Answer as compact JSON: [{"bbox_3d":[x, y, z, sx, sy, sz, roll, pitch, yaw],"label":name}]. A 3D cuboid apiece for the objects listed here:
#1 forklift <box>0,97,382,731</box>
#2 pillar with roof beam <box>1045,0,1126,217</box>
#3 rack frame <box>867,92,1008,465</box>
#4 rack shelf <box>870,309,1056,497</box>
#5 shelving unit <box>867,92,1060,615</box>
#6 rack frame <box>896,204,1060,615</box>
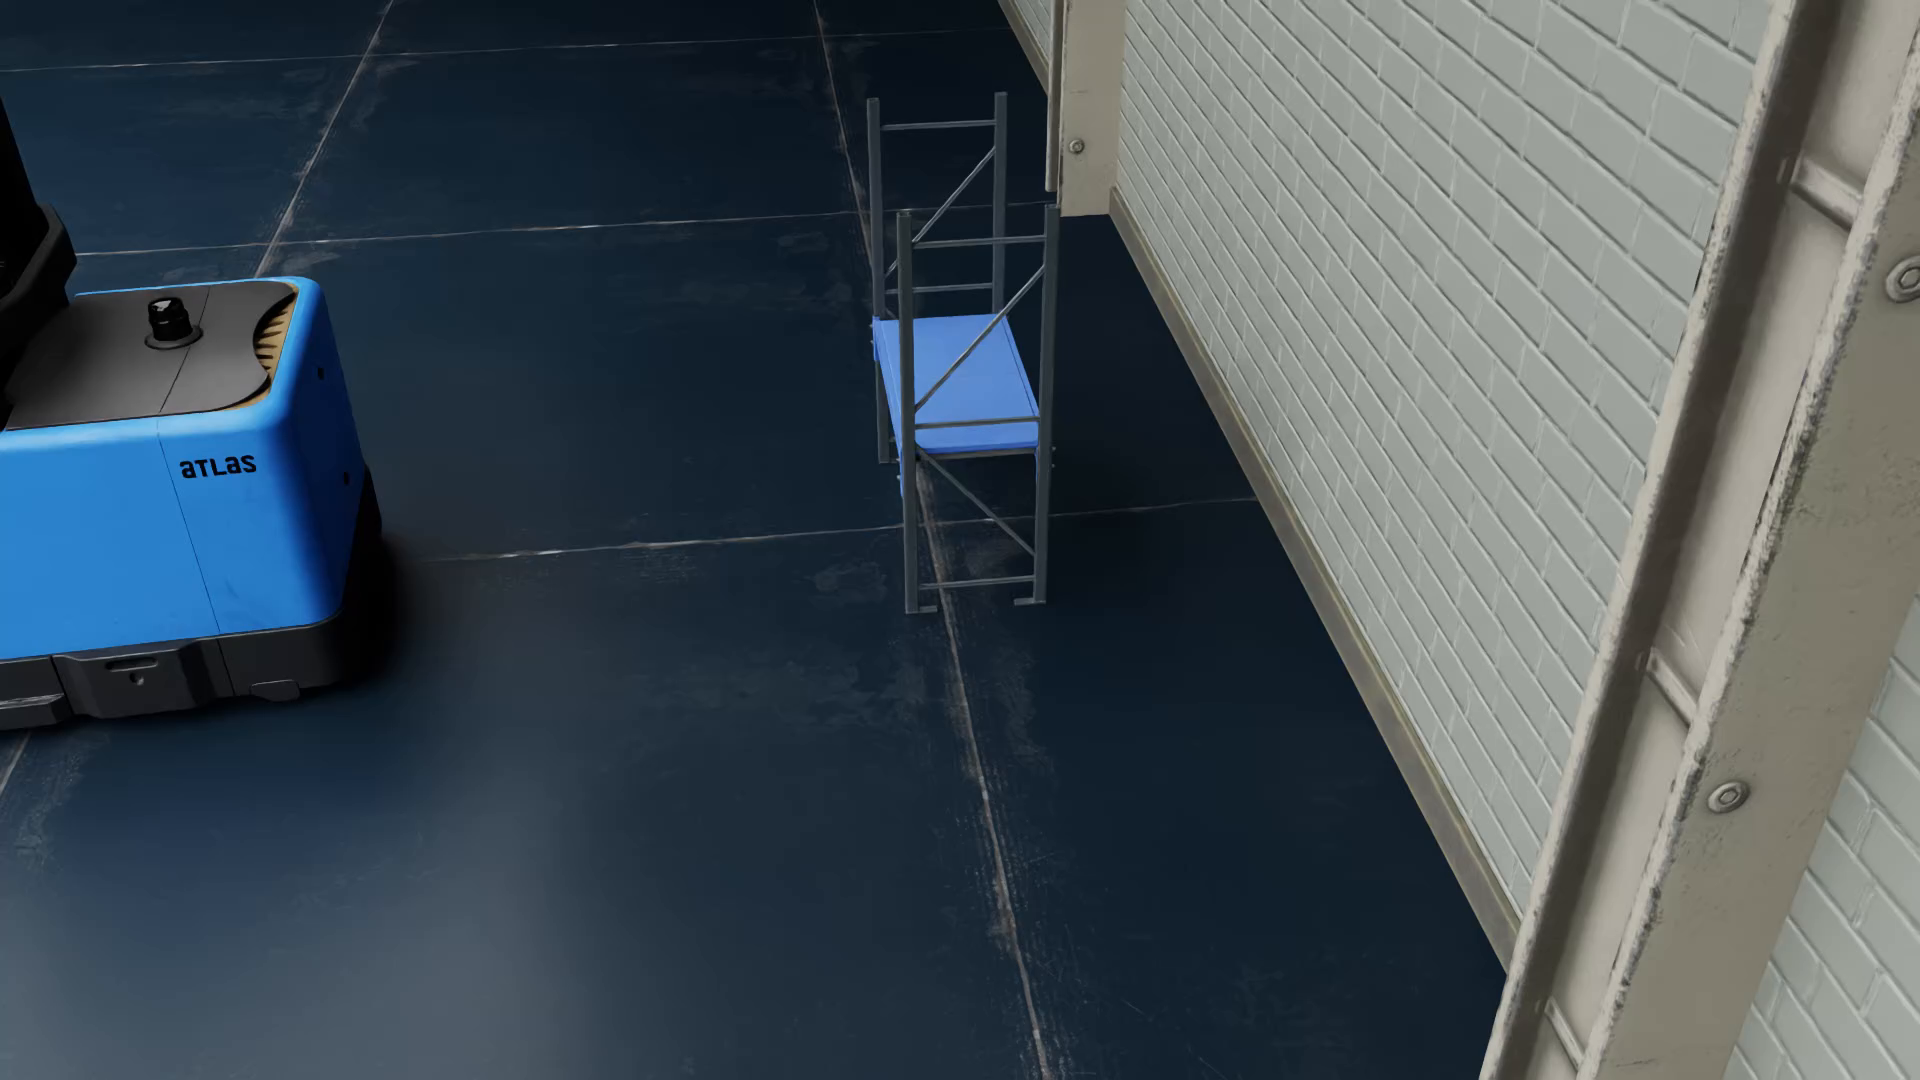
[{"bbox_3d":[-3.560,-0.810,4.836,3.031,2.935,1.130,-6,35,-9],"label":"forklift"},{"bbox_3d":[-3.622,-5.216,5.913,9.100,9.000,0.400,-4,35,-6],"label":"pillar with roof beam"},{"bbox_3d":[-0.080,-0.951,6.314,0.500,1.500,0.032,-4,35,-6],"label":"rack frame"},{"bbox_3d":[-0.011,-0.519,5.999,0.538,0.185,1.000,-4,35,-6],"label":"rack shelf"},{"bbox_3d":[-0.011,-0.667,5.897,0.538,1.500,1.048,-4,35,-6],"label":"shelving unit"},{"bbox_3d":[0.057,-0.384,5.481,0.500,1.500,0.032,-4,35,-6],"label":"rack frame"}]
